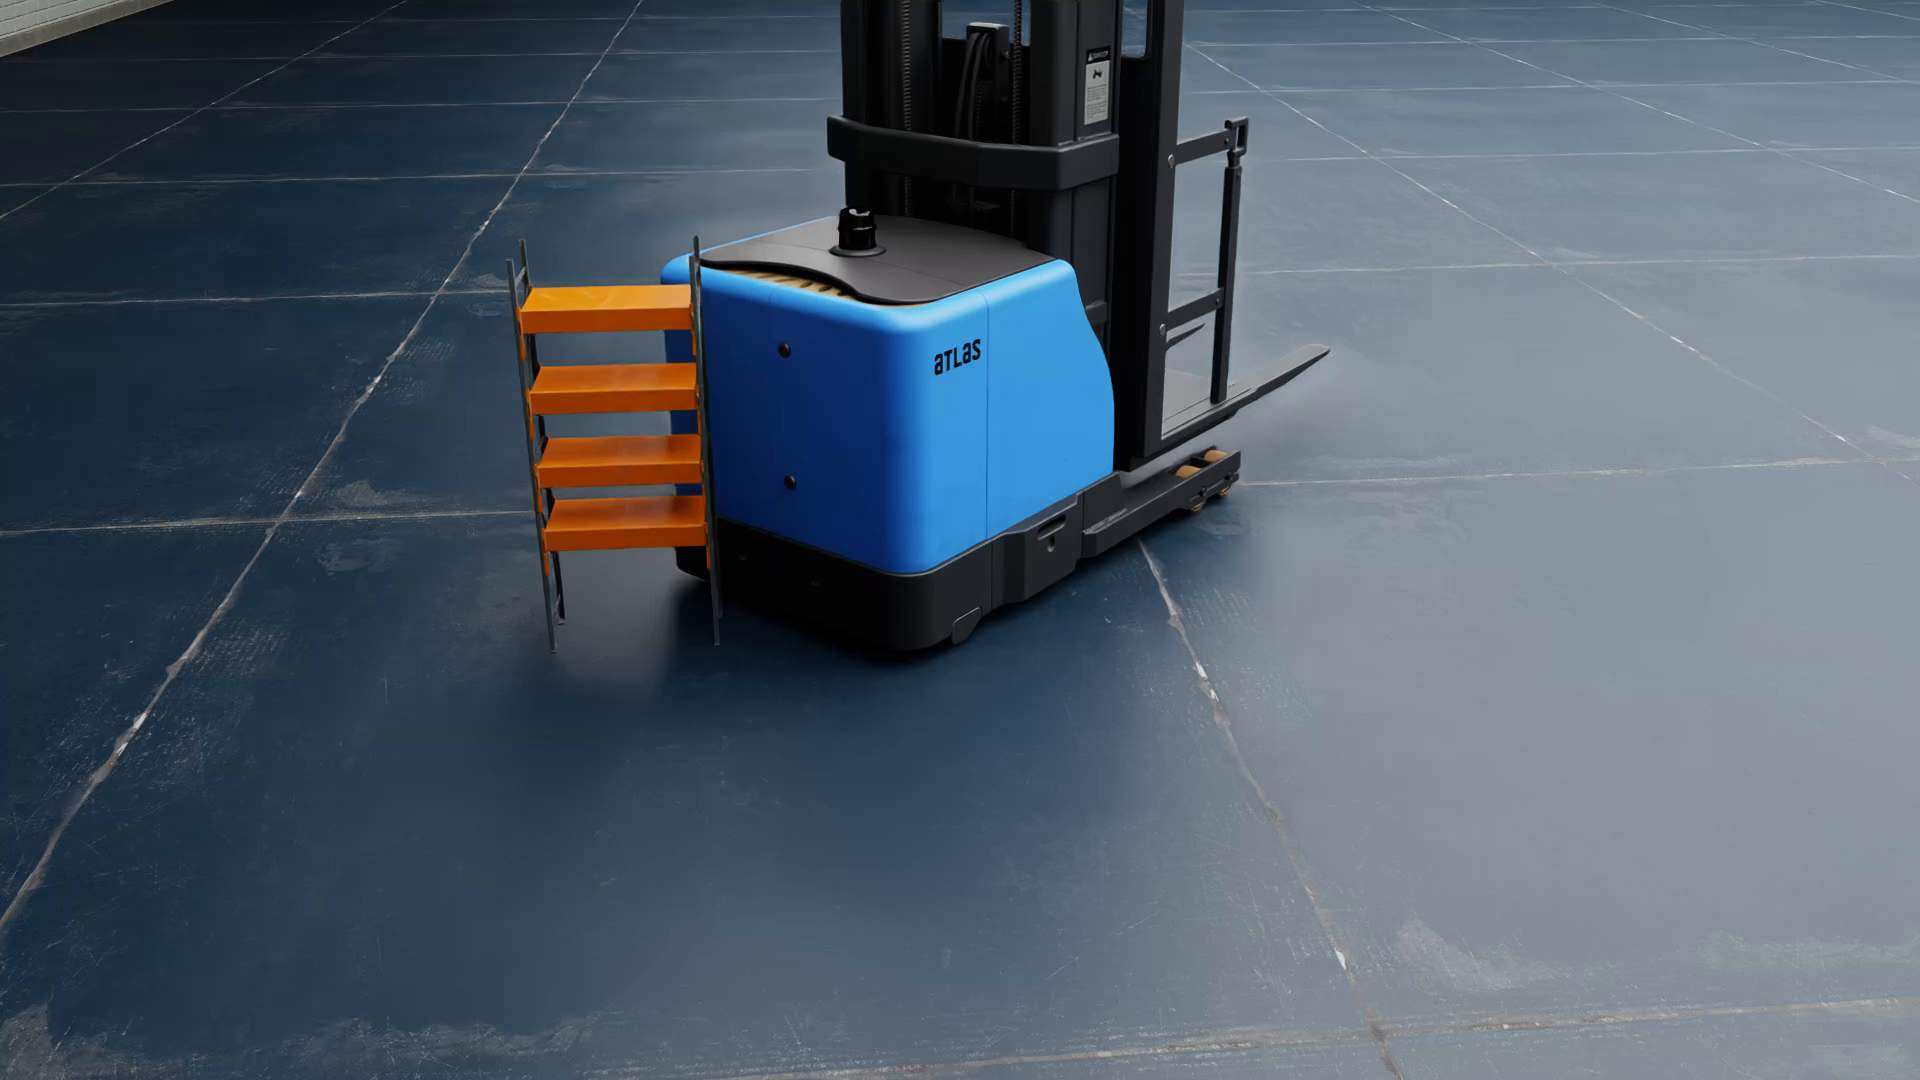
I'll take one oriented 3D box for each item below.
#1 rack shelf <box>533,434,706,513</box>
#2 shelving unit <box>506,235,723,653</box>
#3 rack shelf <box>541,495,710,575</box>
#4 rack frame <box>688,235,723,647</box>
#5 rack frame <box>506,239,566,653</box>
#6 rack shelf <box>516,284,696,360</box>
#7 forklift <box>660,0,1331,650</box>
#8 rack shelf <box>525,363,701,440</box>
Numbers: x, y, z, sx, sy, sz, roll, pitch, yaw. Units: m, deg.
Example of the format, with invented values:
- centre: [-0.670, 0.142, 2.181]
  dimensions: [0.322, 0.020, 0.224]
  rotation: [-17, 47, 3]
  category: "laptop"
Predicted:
- centre: [-0.988, -0.205, 4.899]
  dimensions: [0.480, 0.148, 0.258]
  rotation: [-2, 24, -5]
  category: "rack shelf"
- centre: [-0.988, -0.266, 4.872]
  dimensions: [0.503, 1.200, 0.258]
  rotation: [-2, 24, -5]
  category: "shelving unit"
- centre: [-0.988, -0.023, 4.980]
  dimensions: [0.480, 0.148, 0.258]
  rotation: [-2, 24, -5]
  category: "rack shelf"
- centre: [-0.745, -0.275, 4.892]
  dimensions: [0.015, 1.200, 0.240]
  rotation: [-2, 24, -5]
  category: "rack frame"
- centre: [-1.231, -0.257, 4.852]
  dimensions: [0.015, 1.200, 0.240]
  rotation: [-2, 24, -5]
  category: "rack frame"
- centre: [-0.988, -0.625, 4.712]
  dimensions: [0.480, 0.148, 0.258]
  rotation: [-2, 24, -5]
  category: "rack shelf"
- centre: [0.378, -1.550, 5.629]
  dimensions: [1.130, 2.935, 3.031]
  rotation: [17, 29, 34]
  category: "forklift"
- centre: [-0.988, -0.409, 4.808]
  dimensions: [0.480, 0.148, 0.258]
  rotation: [-2, 24, -5]
  category: "rack shelf"
